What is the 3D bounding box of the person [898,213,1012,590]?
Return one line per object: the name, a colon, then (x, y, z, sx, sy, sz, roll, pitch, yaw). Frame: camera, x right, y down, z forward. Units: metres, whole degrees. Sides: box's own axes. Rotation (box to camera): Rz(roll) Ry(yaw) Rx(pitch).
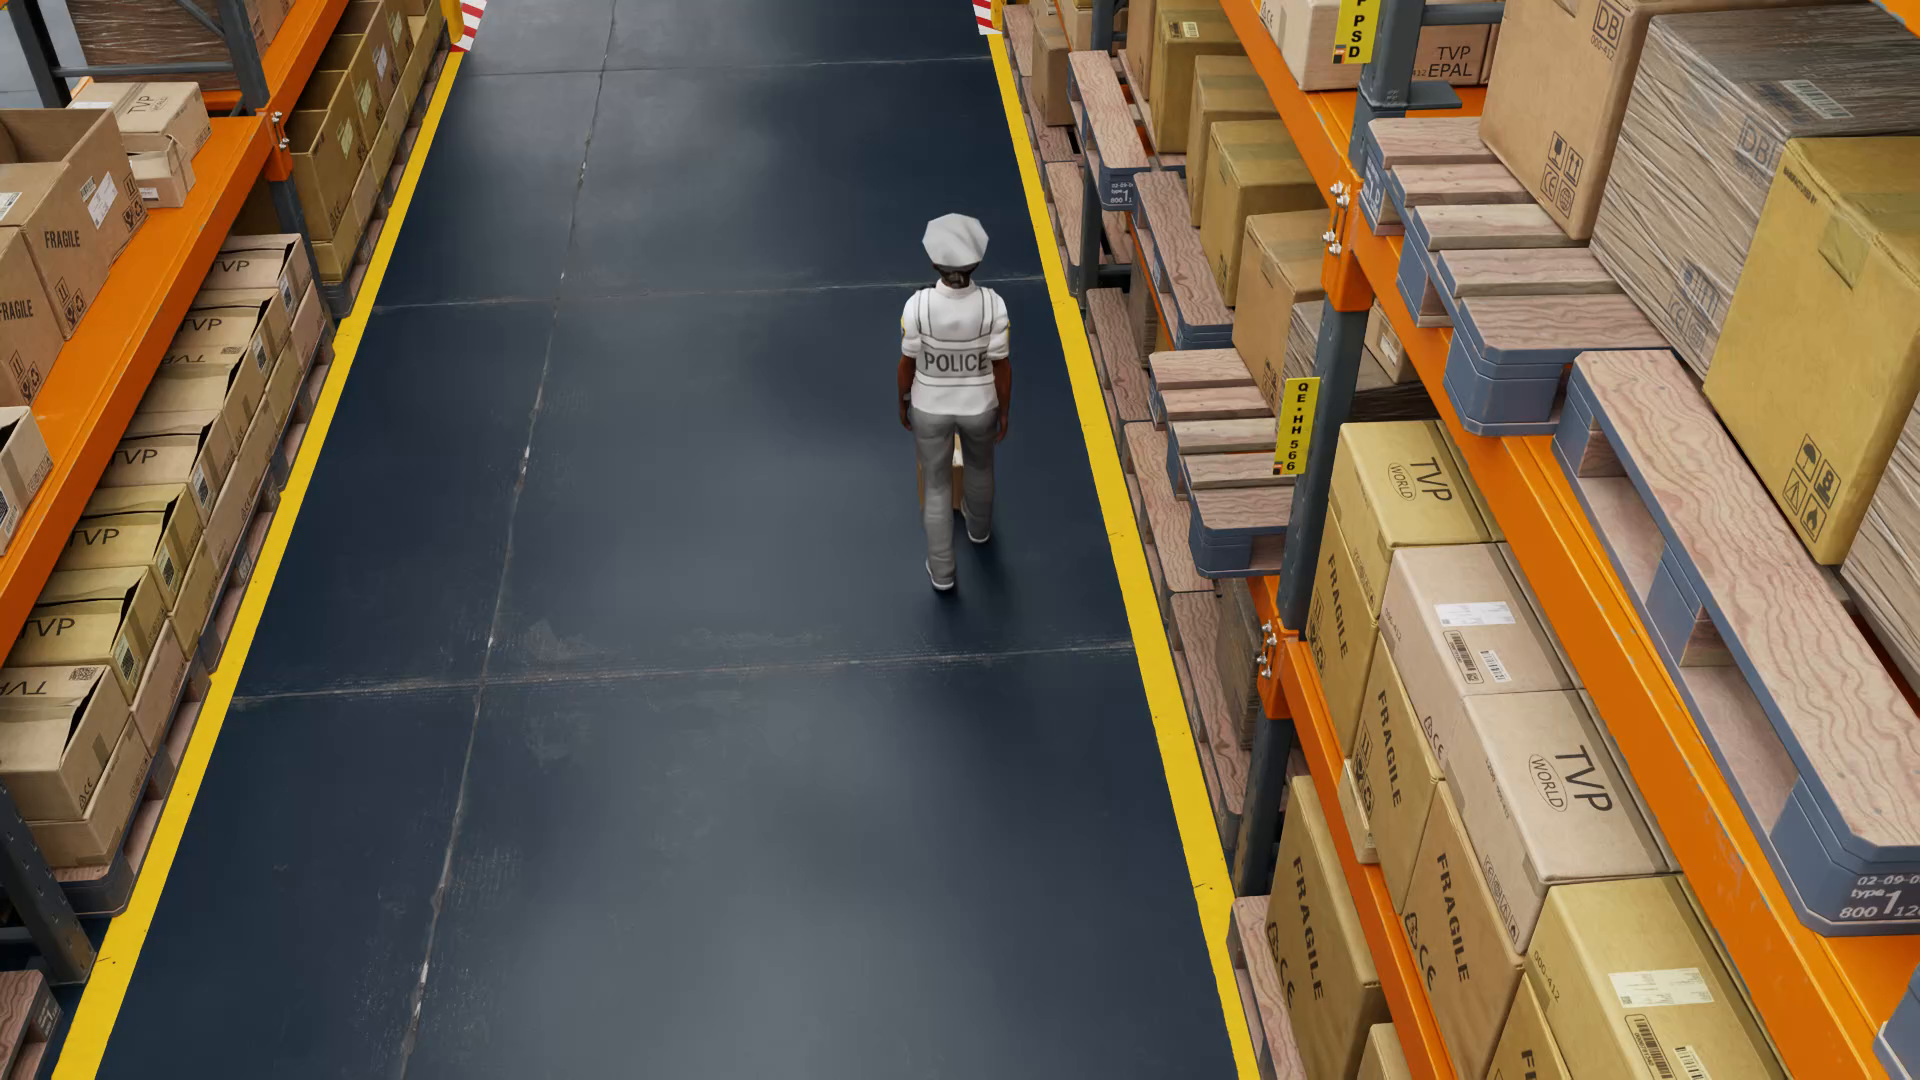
person: (-0.034, -0.608, 6.881, 0.455, 1.688, 0.611, -3, 39, -4)
